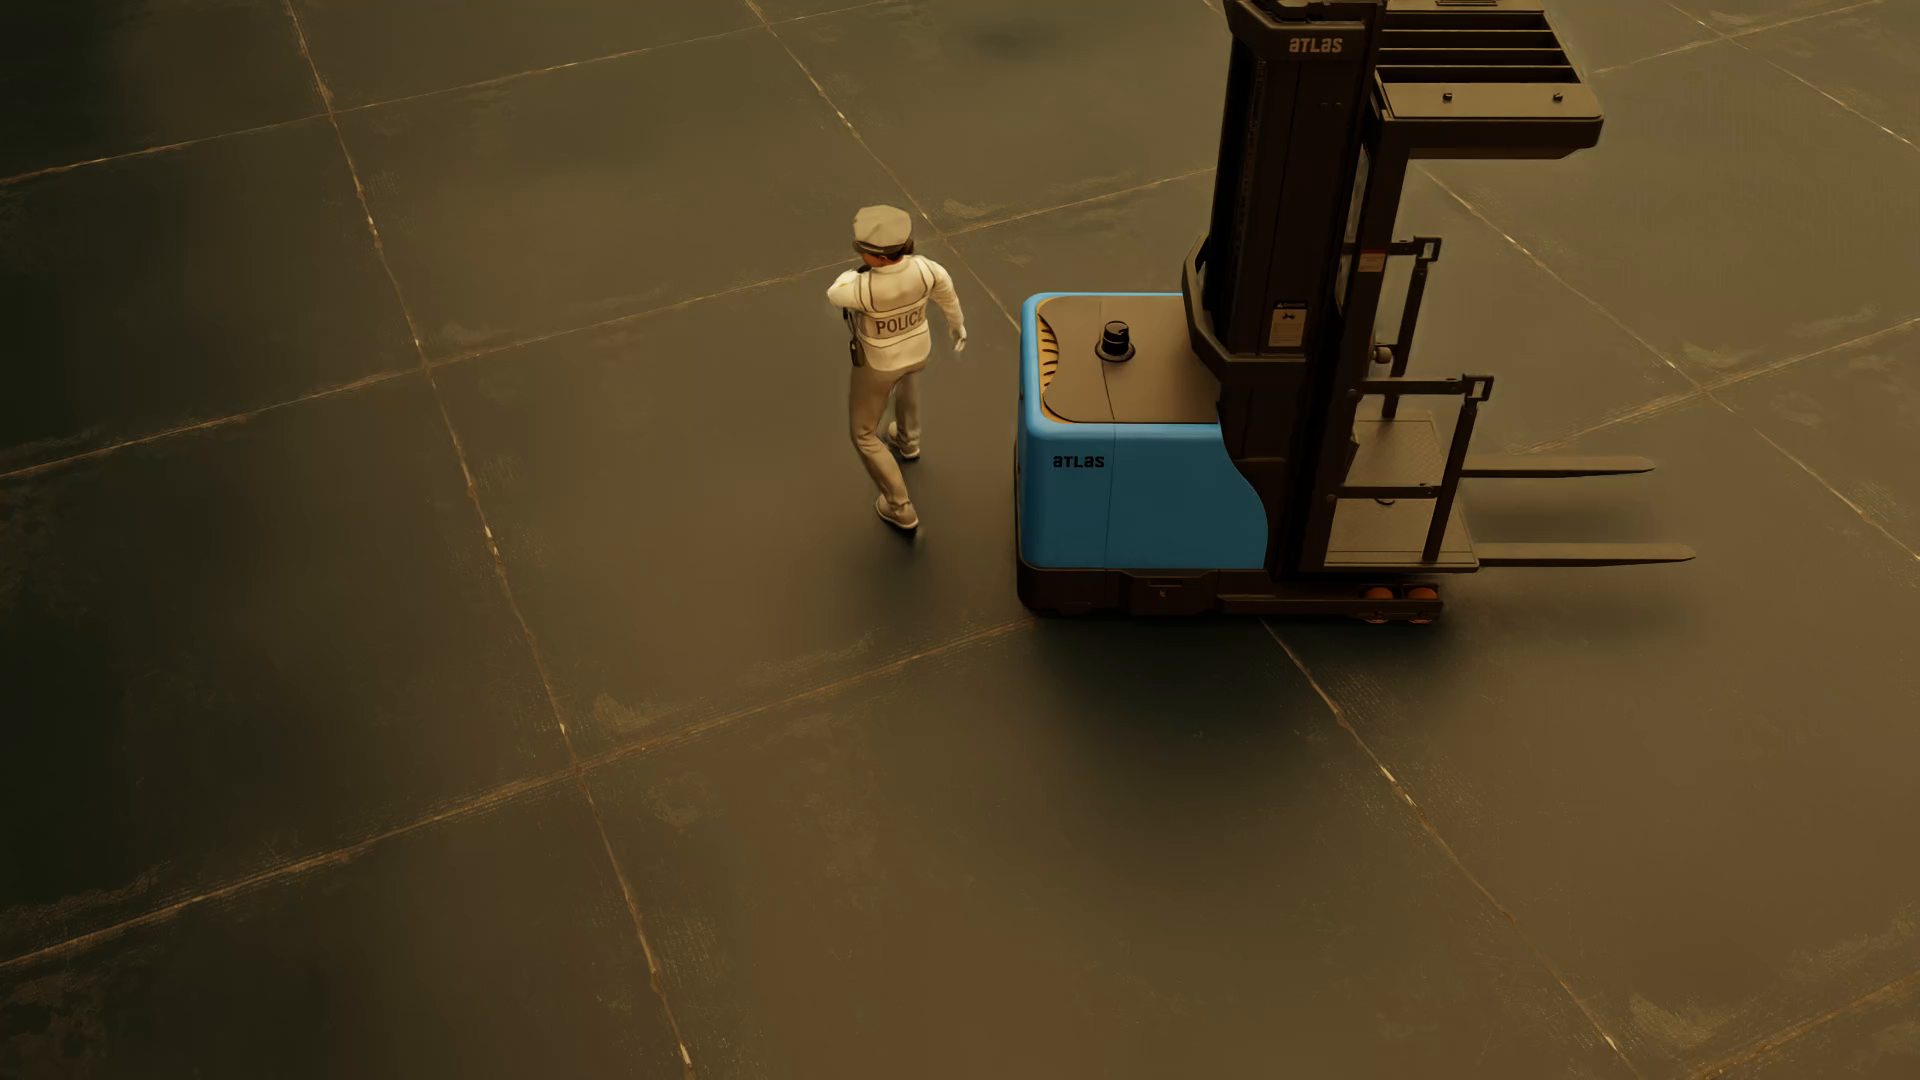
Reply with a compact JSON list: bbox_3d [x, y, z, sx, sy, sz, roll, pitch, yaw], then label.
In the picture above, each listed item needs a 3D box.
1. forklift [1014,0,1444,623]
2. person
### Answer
[{"bbox_3d":[1.229,-1.044,6.845,1.939,2.867,1.129,0,43,0],"label":"forklift"},{"bbox_3d":[-0.268,-0.894,7.661,0.670,1.550,0.786,-28,50,-27],"label":"person"}]
